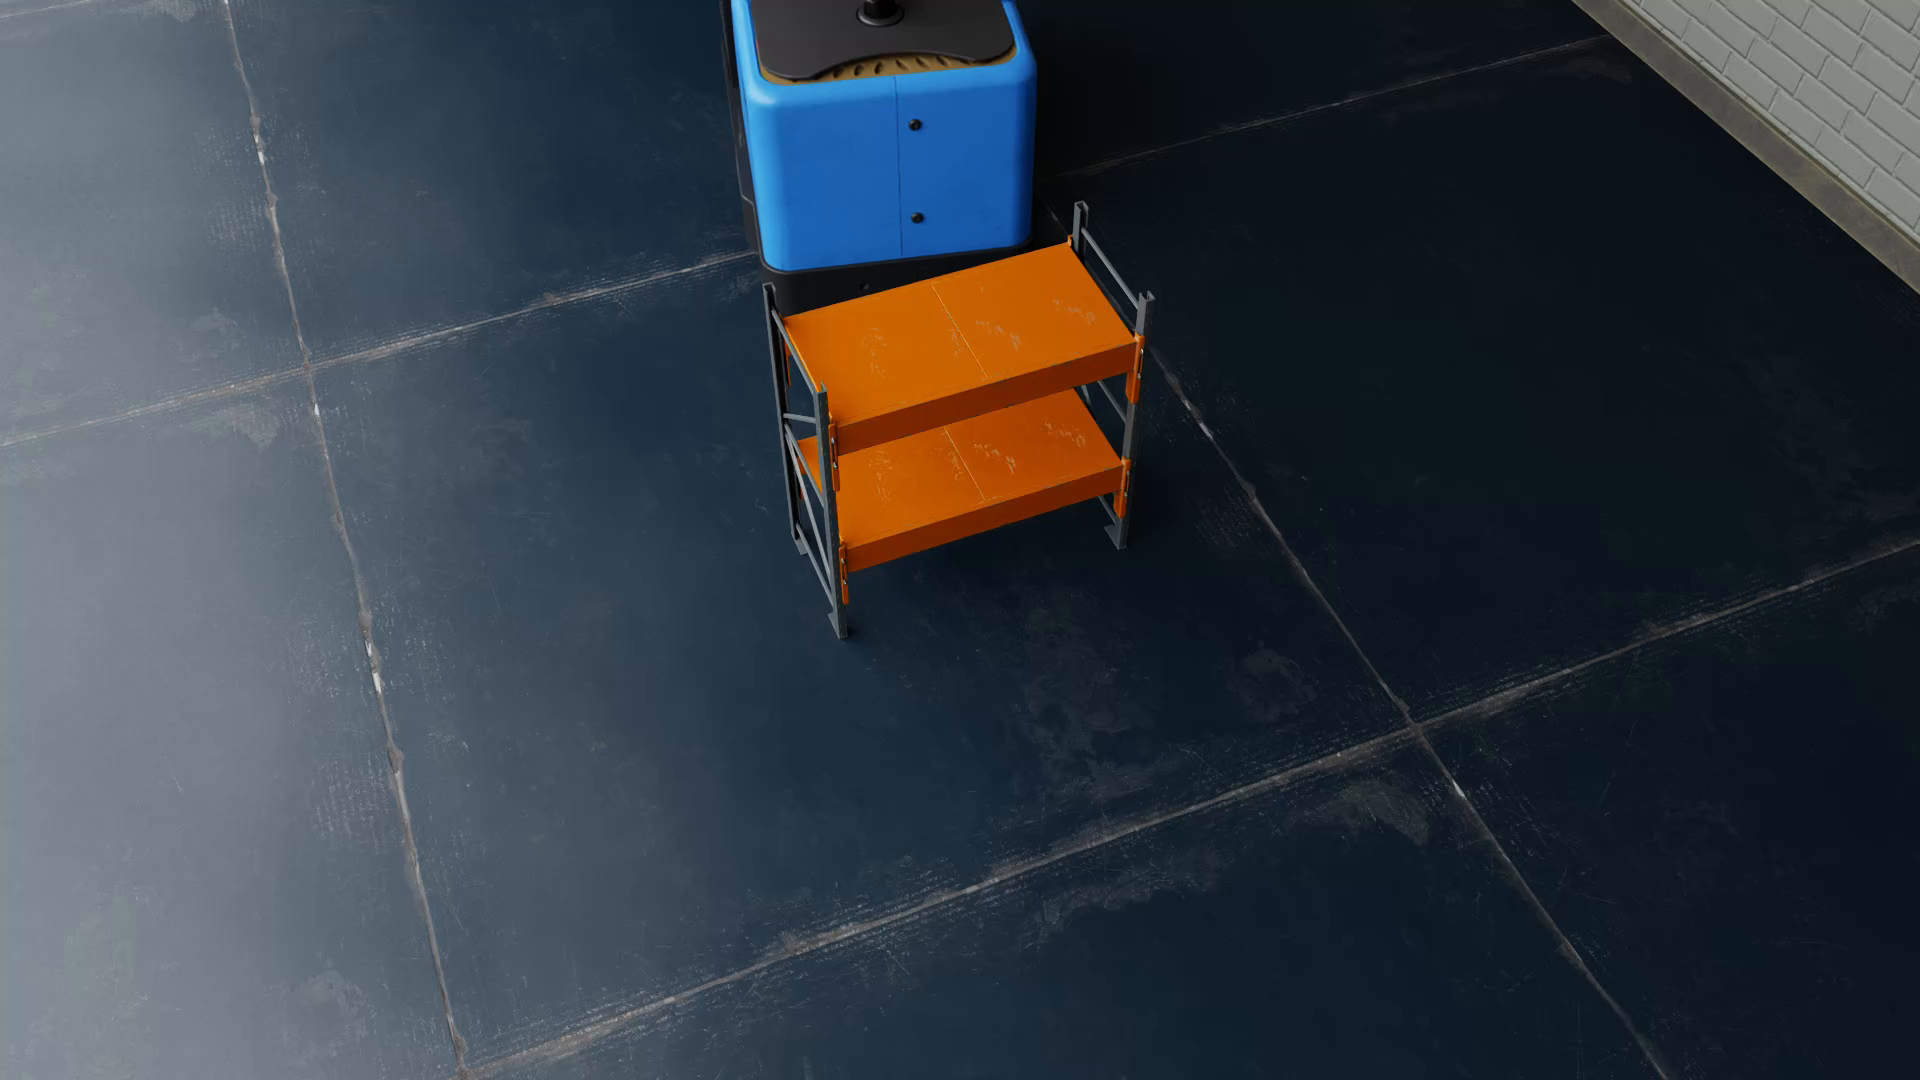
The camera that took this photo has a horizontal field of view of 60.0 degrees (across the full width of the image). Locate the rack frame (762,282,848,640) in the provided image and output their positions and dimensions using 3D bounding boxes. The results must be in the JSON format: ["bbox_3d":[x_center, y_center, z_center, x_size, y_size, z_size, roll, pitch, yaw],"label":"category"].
[{"bbox_3d":[-0.477,-0.219,5.196,0.032,1.125,0.500,-17,52,-14],"label":"rack frame"}]

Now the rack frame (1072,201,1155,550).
[{"bbox_3d":[0.464,-0.510,5.447,0.032,1.125,0.500,-17,52,-14],"label":"rack frame"}]

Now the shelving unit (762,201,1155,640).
[{"bbox_3d":[-0.006,-0.365,5.322,1.048,1.125,0.538,-17,52,-14],"label":"shelving unit"}]

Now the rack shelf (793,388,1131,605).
[{"bbox_3d":[-0.006,-0.205,5.507,1.000,0.278,0.538,-17,52,-14],"label":"rack shelf"}]

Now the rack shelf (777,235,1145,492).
[{"bbox_3d":[-0.006,-0.555,5.100,1.000,0.278,0.538,-17,52,-14],"label":"rack shelf"}]

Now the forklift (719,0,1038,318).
[{"bbox_3d":[-0.471,-2.931,6.335,1.130,2.935,3.031,-7,50,-6],"label":"forklift"}]
